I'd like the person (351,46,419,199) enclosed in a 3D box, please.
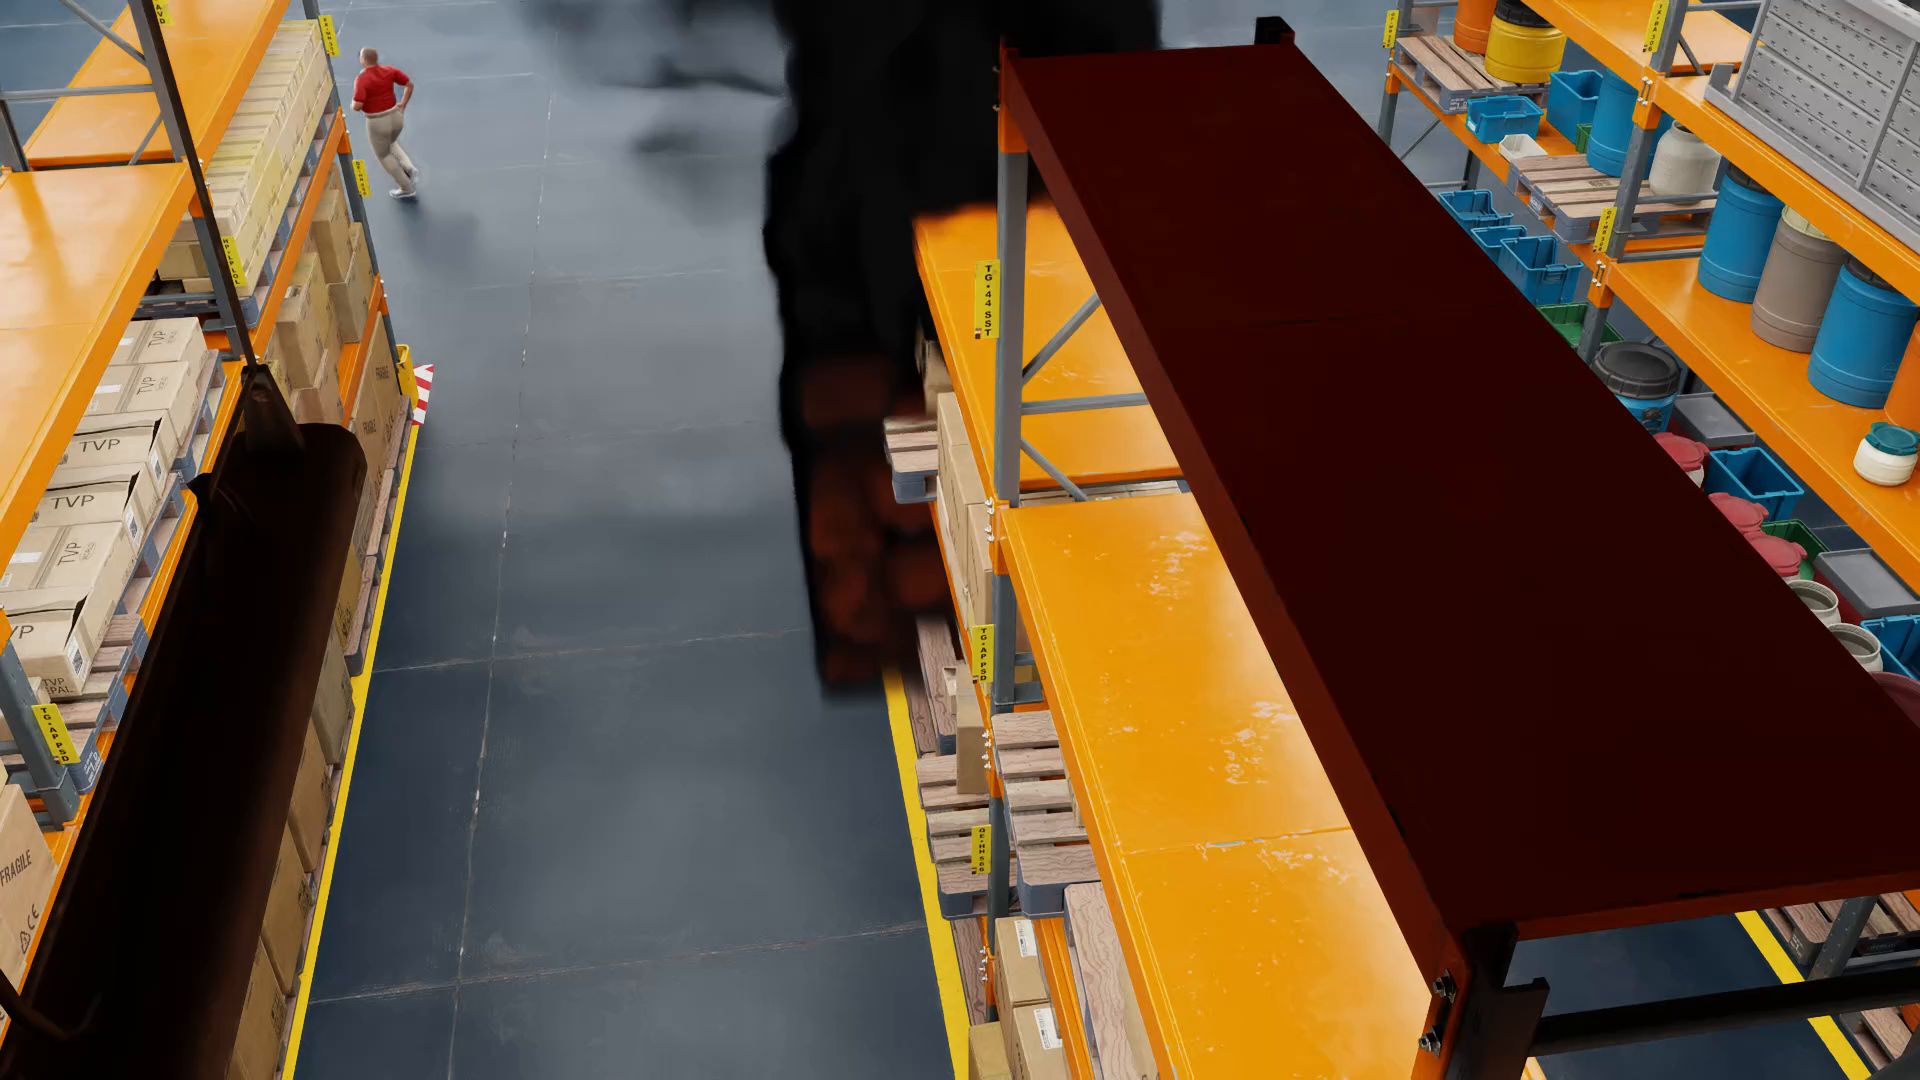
[{"bbox_3d":[-6.350,-4.588,18.248,0.564,1.694,0.716,21,41,26],"label":"person"}]
